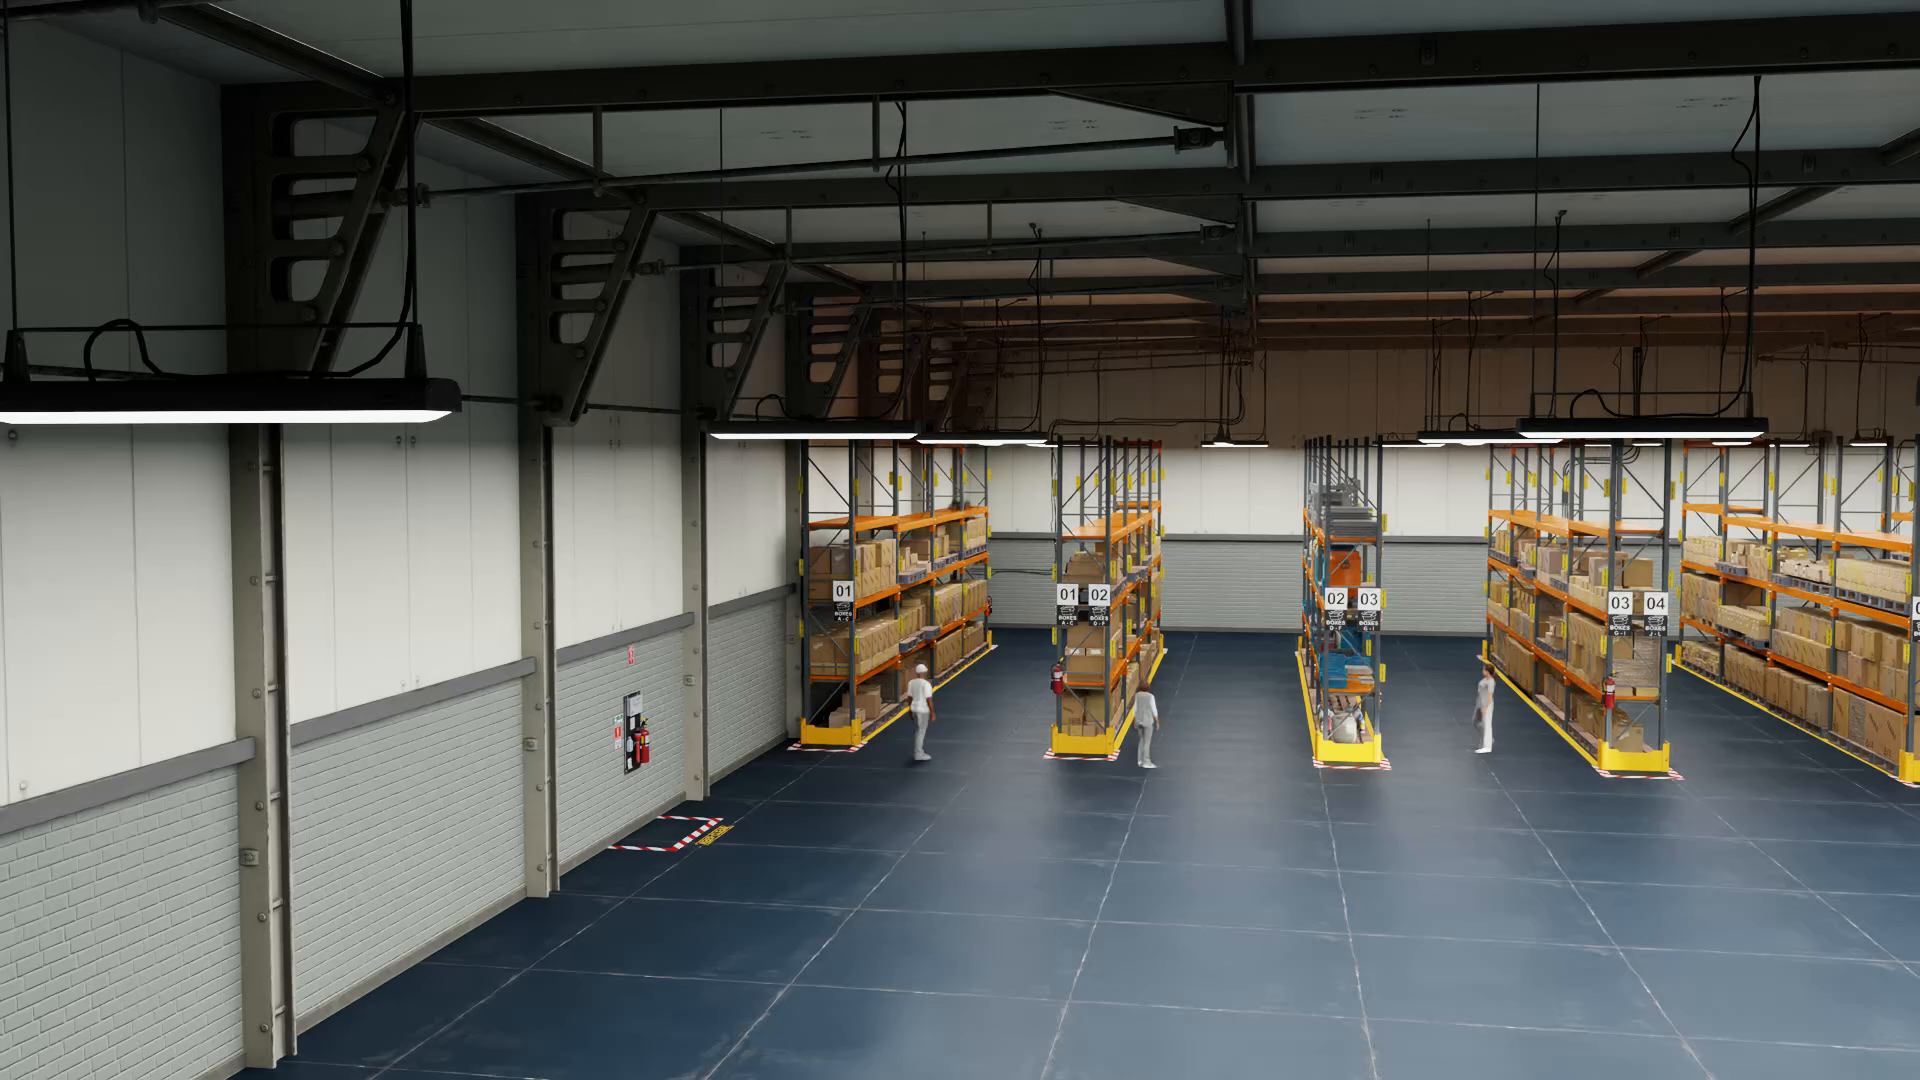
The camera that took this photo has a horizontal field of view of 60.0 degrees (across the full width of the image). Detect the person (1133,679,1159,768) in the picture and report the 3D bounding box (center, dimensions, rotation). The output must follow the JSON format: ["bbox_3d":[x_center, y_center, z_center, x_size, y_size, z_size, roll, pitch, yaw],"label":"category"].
[{"bbox_3d":[3.346,3.329,29.929,0.340,1.655,0.430,-3,4,-42],"label":"person"}]

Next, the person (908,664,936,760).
[{"bbox_3d":[-0.657,3.184,30.765,0.494,1.776,0.636,-2,4,-31],"label":"person"}]

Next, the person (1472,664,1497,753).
[{"bbox_3d":[9.952,3.177,31.566,0.451,1.679,0.564,-1,3,-9],"label":"person"}]
